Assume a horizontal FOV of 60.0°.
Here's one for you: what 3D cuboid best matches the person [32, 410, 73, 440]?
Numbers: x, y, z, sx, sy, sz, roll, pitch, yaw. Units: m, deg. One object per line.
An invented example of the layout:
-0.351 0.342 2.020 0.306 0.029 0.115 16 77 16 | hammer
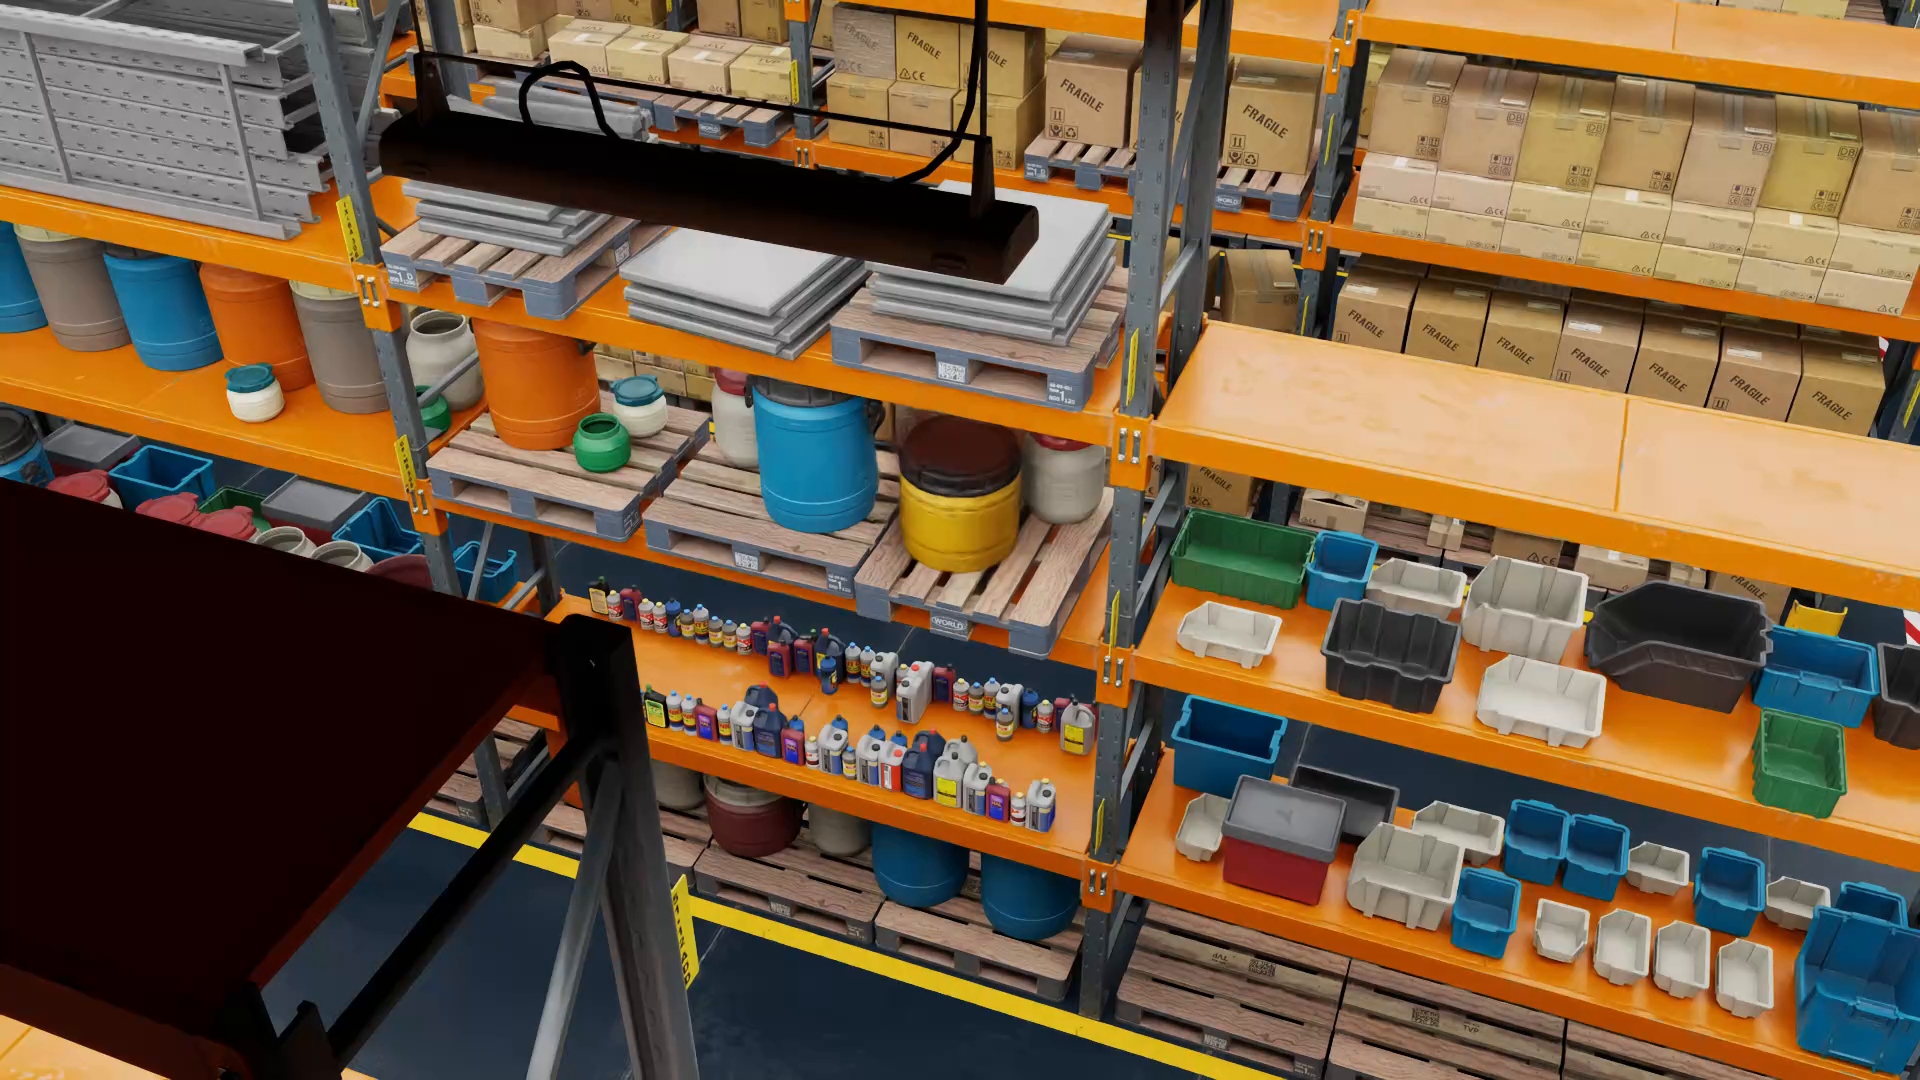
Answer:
-7.793 -1.469 13.899 0.870 1.747 0.585 -4 37 -5 | person
